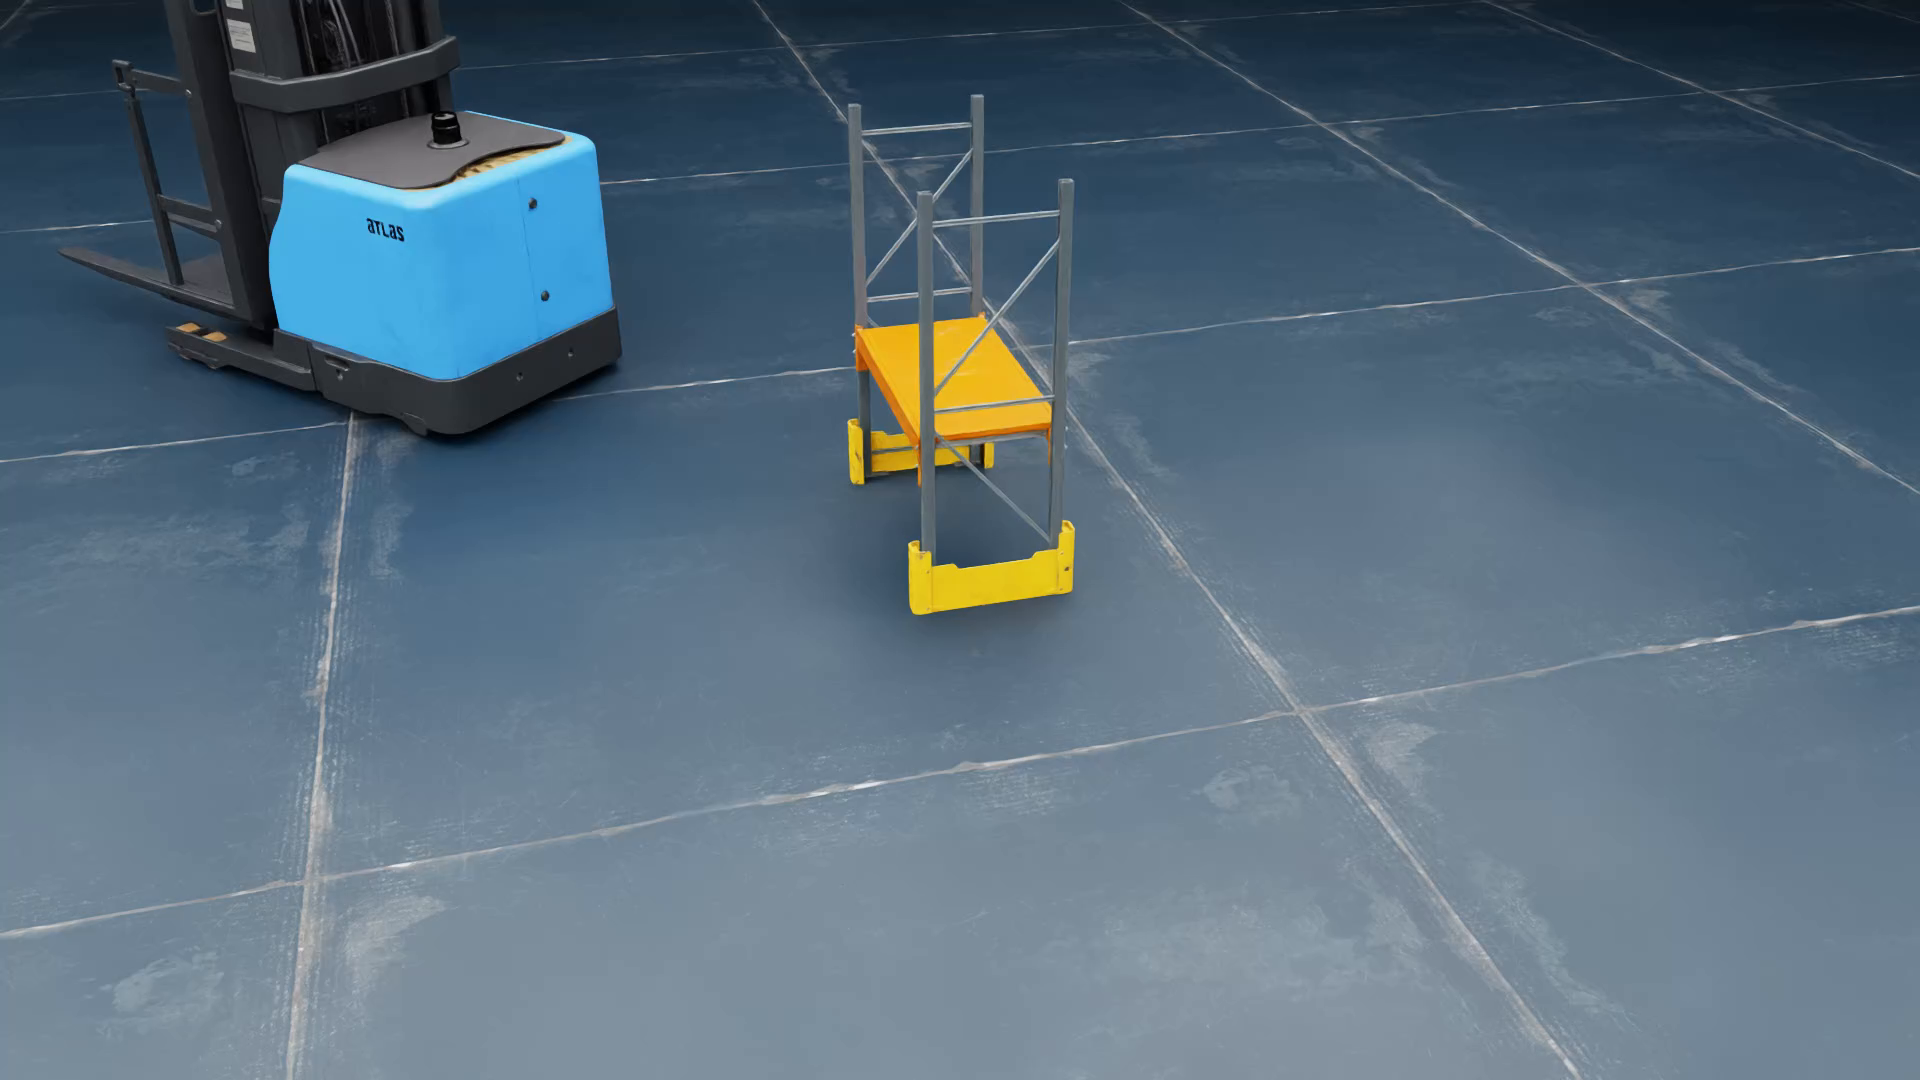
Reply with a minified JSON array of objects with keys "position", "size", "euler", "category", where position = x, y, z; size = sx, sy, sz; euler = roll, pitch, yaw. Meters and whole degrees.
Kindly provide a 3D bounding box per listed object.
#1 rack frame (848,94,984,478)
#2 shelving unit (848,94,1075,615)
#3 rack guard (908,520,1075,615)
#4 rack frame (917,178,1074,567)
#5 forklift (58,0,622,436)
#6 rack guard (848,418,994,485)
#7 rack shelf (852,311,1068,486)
[{"position":[-0.158,-0.936,6.370],"size":[0.500,1.500,0.032],"euler":[-8,31,-13],"category":"rack frame"},{"position":[-0.020,-0.686,5.938],"size":[0.587,1.500,1.083],"euler":[-8,31,-13],"category":"shelving unit"},{"position":[0.112,0.096,5.835],"size":[0.587,0.250,0.087],"euler":[-8,31,-13],"category":"rack guard"},{"position":[0.112,-0.445,5.521],"size":[0.500,1.500,0.032],"euler":[-8,31,-13],"category":"rack frame"},{"position":[-3.054,-2.252,7.215],"size":[3.031,2.935,1.130],"euler":[18,35,28],"category":"forklift"},{"position":[-0.152,-0.386,6.667],"size":[0.587,0.250,0.087],"euler":[-8,31,-13],"category":"rack guard"},{"position":[-0.023,-0.535,6.036],"size":[0.538,0.185,1.000],"euler":[-8,31,-13],"category":"rack shelf"}]
